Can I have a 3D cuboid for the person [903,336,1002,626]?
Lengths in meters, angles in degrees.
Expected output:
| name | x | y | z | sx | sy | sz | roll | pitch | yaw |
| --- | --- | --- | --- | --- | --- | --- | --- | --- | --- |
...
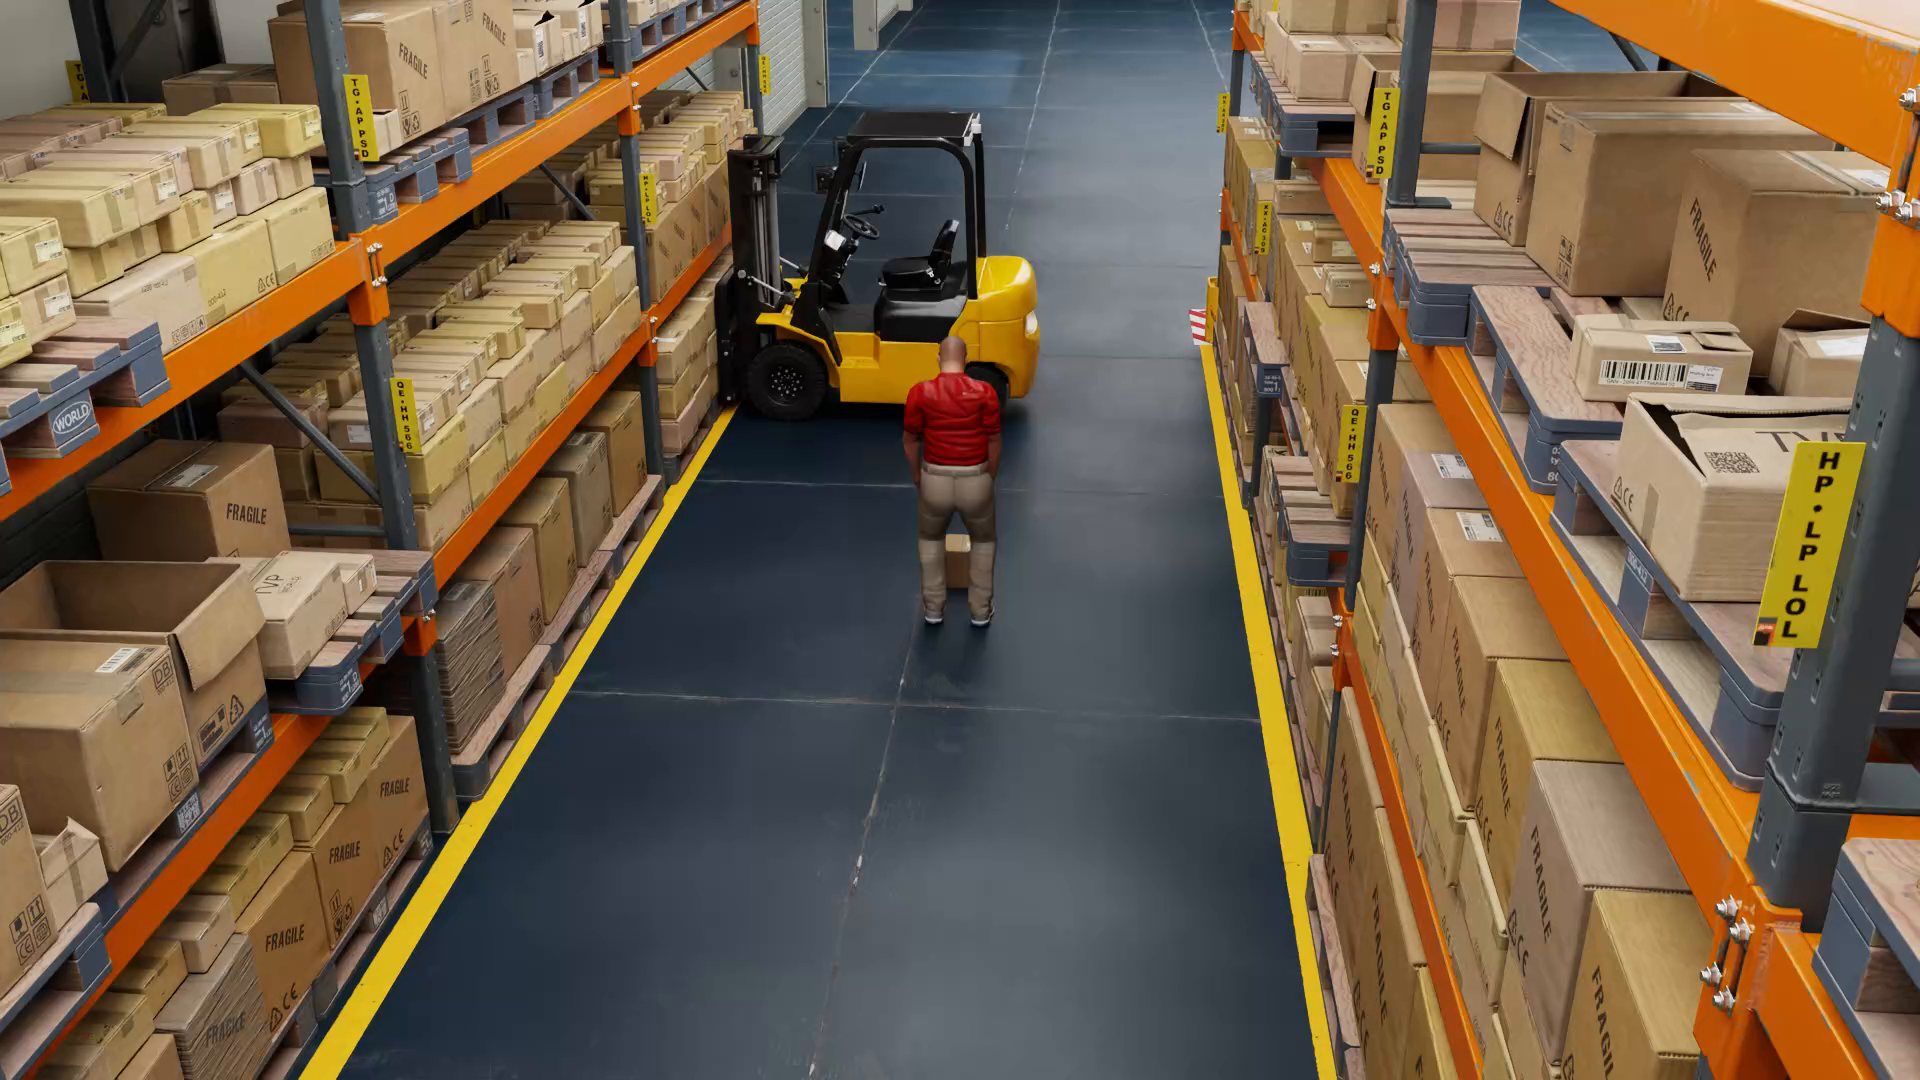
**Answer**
| name | x | y | z | sx | sy | sz | roll | pitch | yaw |
| --- | --- | --- | --- | --- | --- | --- | --- | --- | --- |
| person | -0.043 | -0.312 | 9.391 | 0.557 | 1.677 | 0.425 | 2 | 24 | 5 |
